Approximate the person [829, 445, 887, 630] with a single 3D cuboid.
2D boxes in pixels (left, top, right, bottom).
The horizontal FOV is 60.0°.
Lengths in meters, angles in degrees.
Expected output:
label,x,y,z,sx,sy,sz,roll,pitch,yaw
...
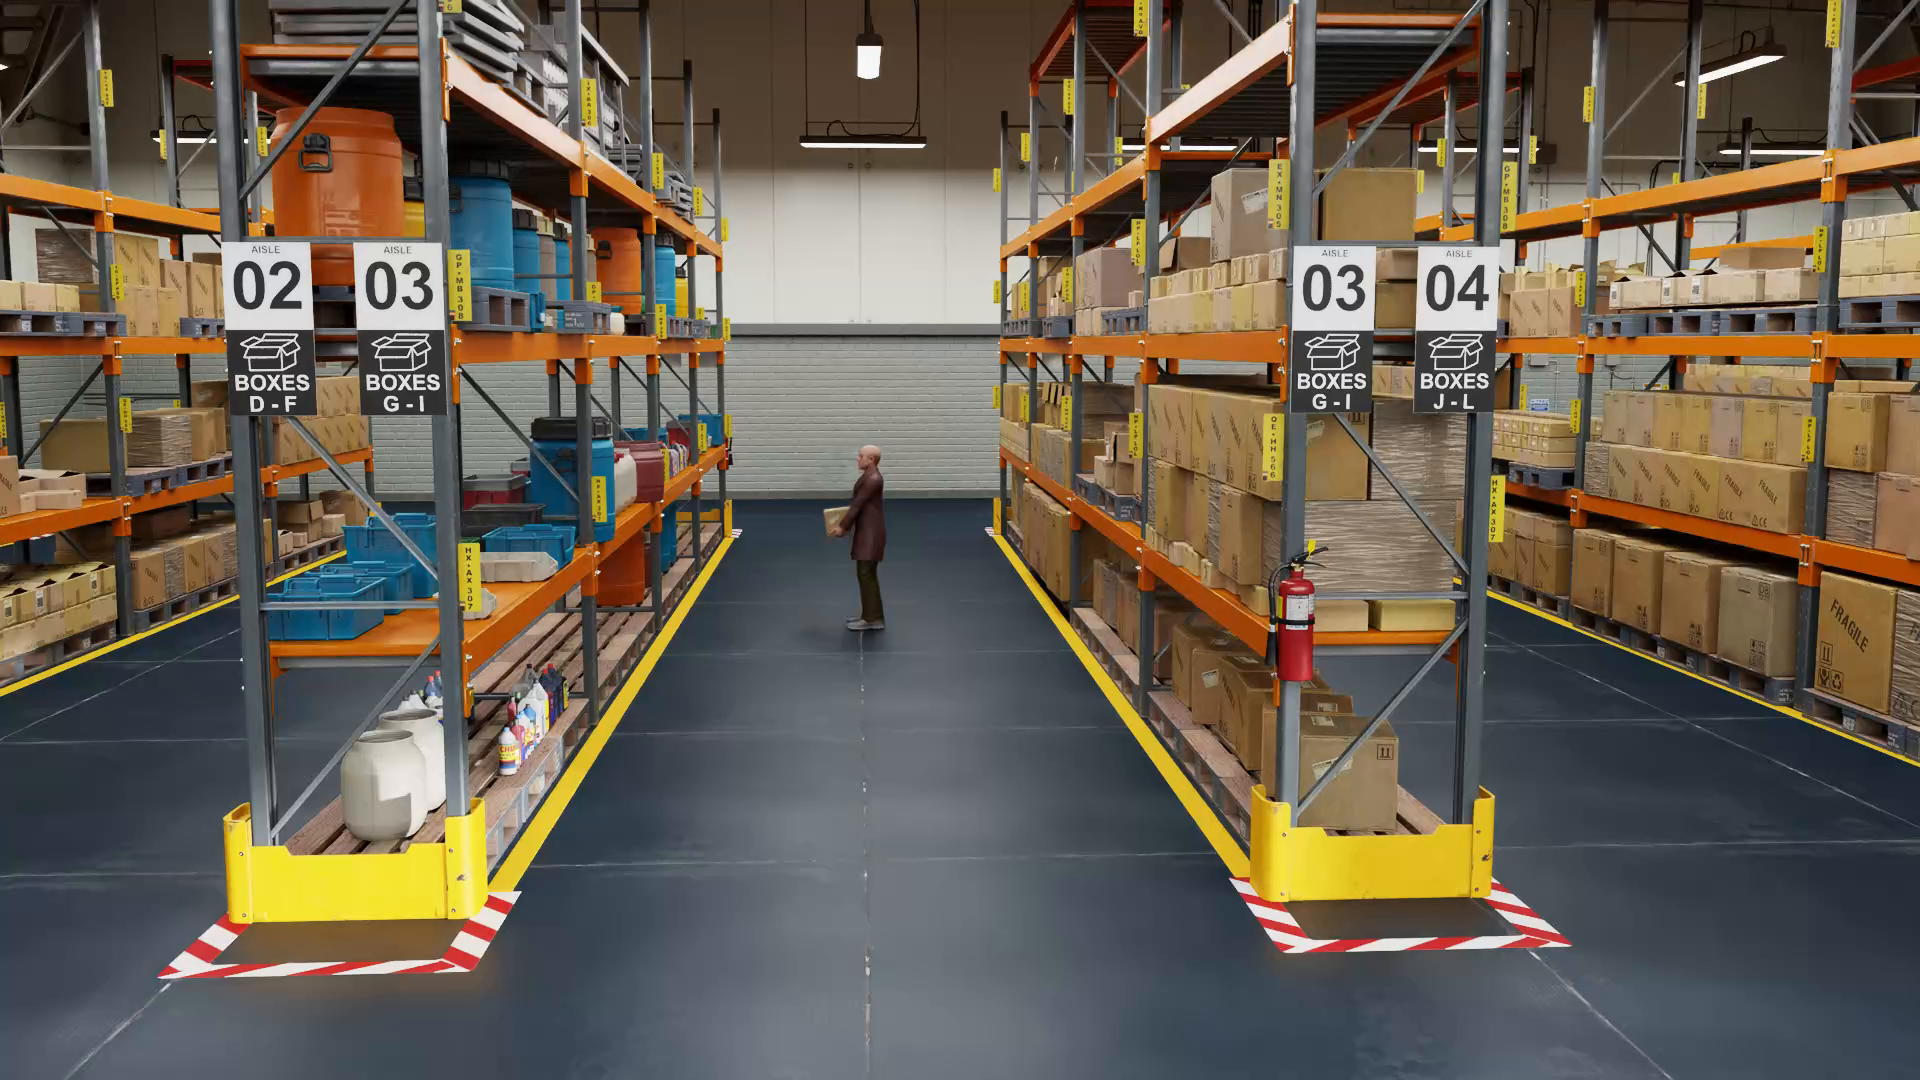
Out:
label,x,y,z,sx,sy,sz,roll,pitch,yaw
person,-0.986,-0.030,16.074,0.551,1.780,0.526,-1,7,-5
